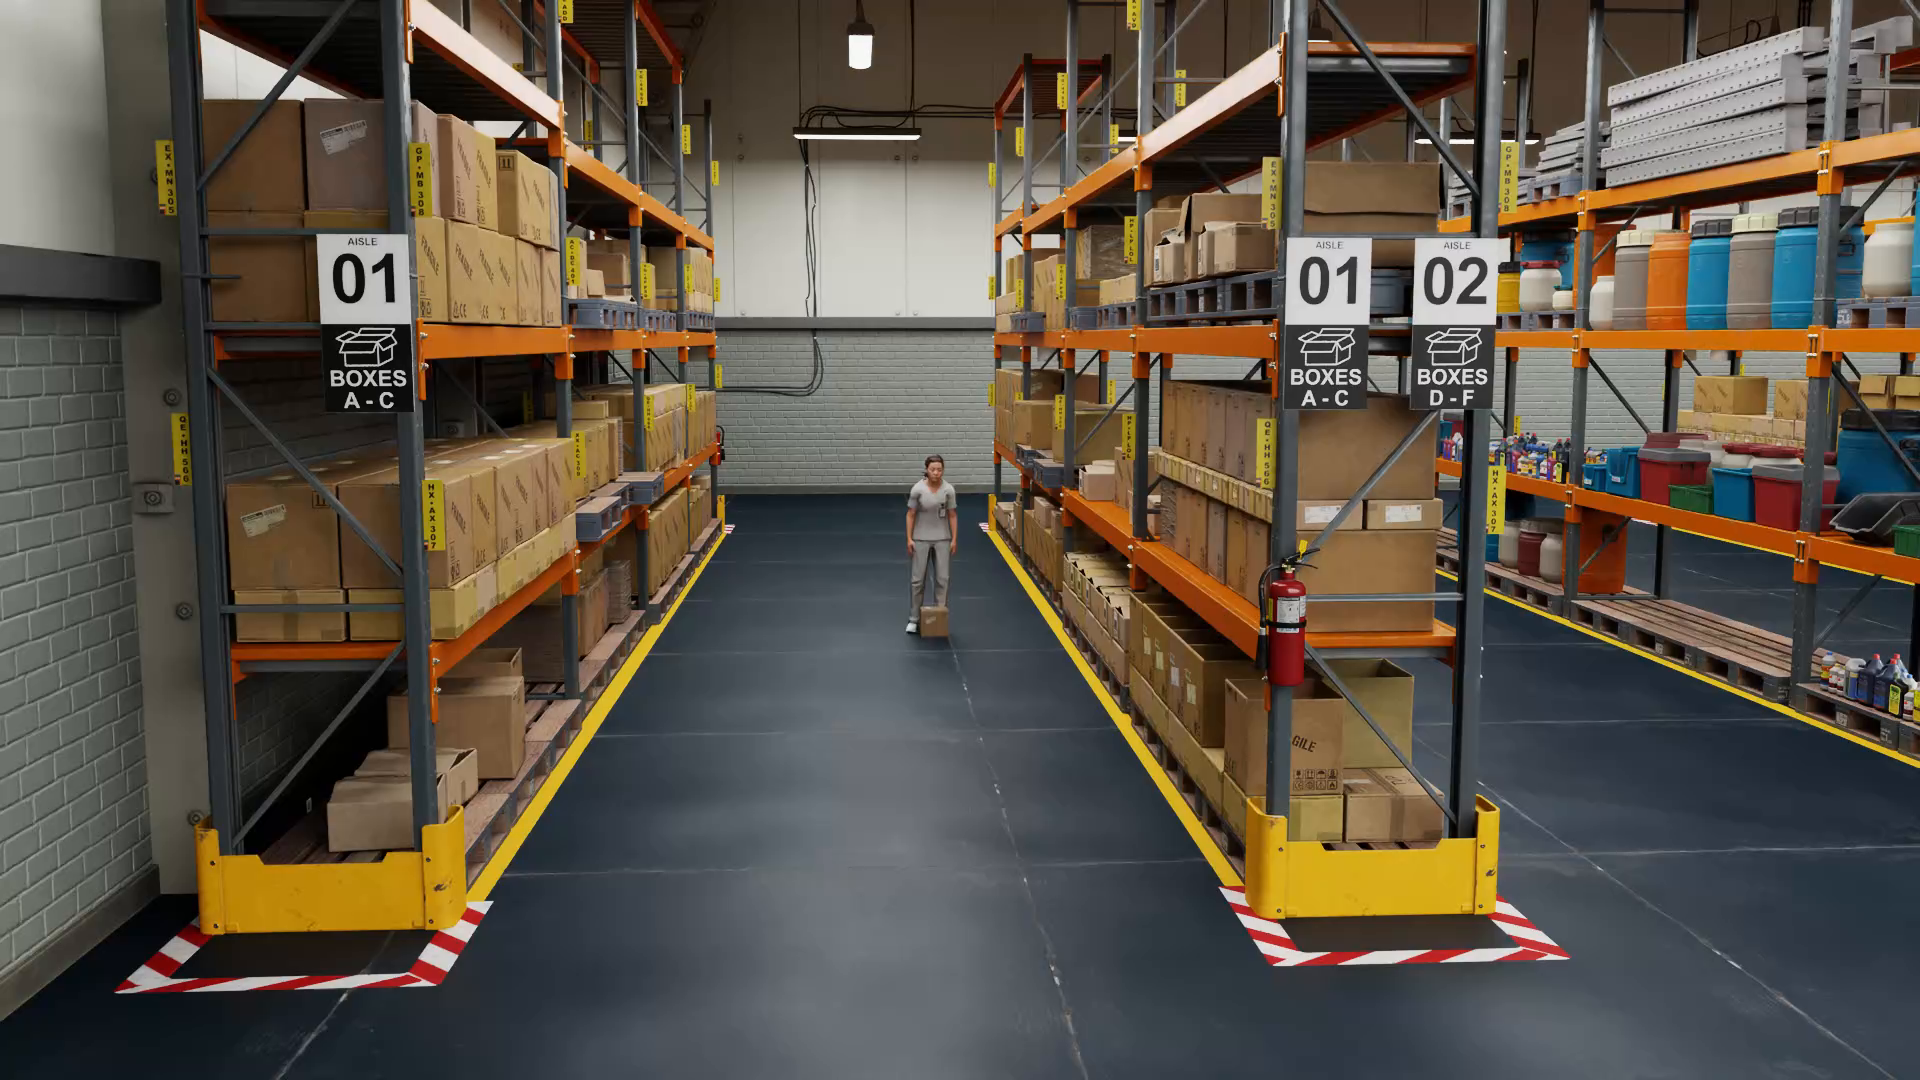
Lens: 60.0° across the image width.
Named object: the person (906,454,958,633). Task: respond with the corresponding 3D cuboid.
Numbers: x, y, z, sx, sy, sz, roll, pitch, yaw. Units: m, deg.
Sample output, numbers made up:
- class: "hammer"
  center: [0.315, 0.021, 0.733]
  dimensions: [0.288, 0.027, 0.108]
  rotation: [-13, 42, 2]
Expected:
- class: "person"
  center: [-0.264, 0.027, 15.541]
  dimensions: [0.503, 1.671, 0.416]
  rotation: [-1, 7, -7]
